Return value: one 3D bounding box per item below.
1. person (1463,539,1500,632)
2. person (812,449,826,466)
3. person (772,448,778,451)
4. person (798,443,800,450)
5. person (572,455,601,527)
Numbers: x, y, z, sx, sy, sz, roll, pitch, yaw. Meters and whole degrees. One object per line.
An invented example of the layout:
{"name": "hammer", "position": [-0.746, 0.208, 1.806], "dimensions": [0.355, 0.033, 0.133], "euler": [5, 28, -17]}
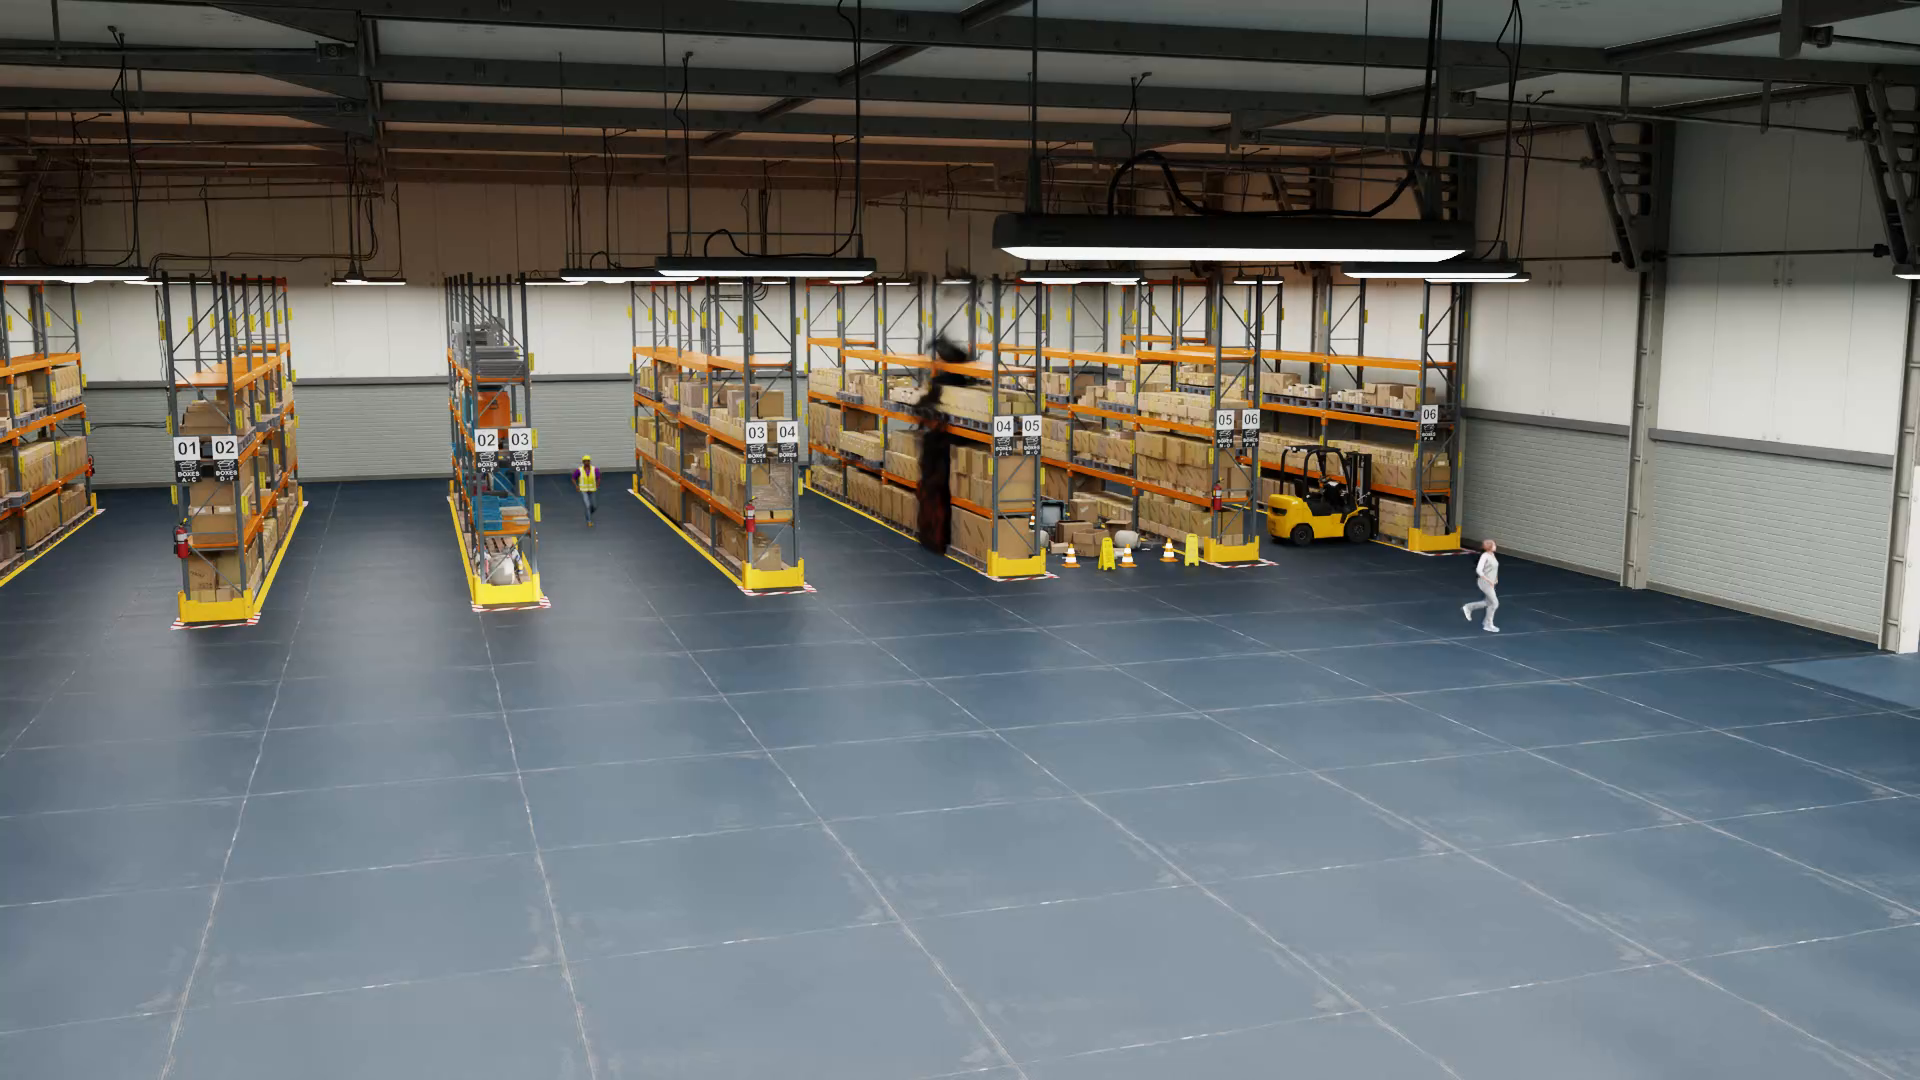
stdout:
{"name": "person", "position": [8.811, 0.748, 28.039], "dimensions": [0.641, 1.564, 0.562], "euler": [5, 10, 30]}
{"name": "person", "position": [-4.117, -2.561, 49.579], "dimensions": [0.863, 1.651, 0.597], "euler": [-6, 11, -35]}
{"name": "person", "position": [-5.443, -2.417, 48.968], "dimensions": [0.840, 1.603, 0.561], "euler": [4, 10, 27]}
{"name": "person", "position": [-5.001, -2.476, 49.218], "dimensions": [0.627, 1.640, 0.659], "euler": [7, 11, 39]}
{"name": "person", "position": [-9.013, -1.189, 40.226], "dimensions": [0.696, 1.724, 0.671], "euler": [-4, 9, -23]}
